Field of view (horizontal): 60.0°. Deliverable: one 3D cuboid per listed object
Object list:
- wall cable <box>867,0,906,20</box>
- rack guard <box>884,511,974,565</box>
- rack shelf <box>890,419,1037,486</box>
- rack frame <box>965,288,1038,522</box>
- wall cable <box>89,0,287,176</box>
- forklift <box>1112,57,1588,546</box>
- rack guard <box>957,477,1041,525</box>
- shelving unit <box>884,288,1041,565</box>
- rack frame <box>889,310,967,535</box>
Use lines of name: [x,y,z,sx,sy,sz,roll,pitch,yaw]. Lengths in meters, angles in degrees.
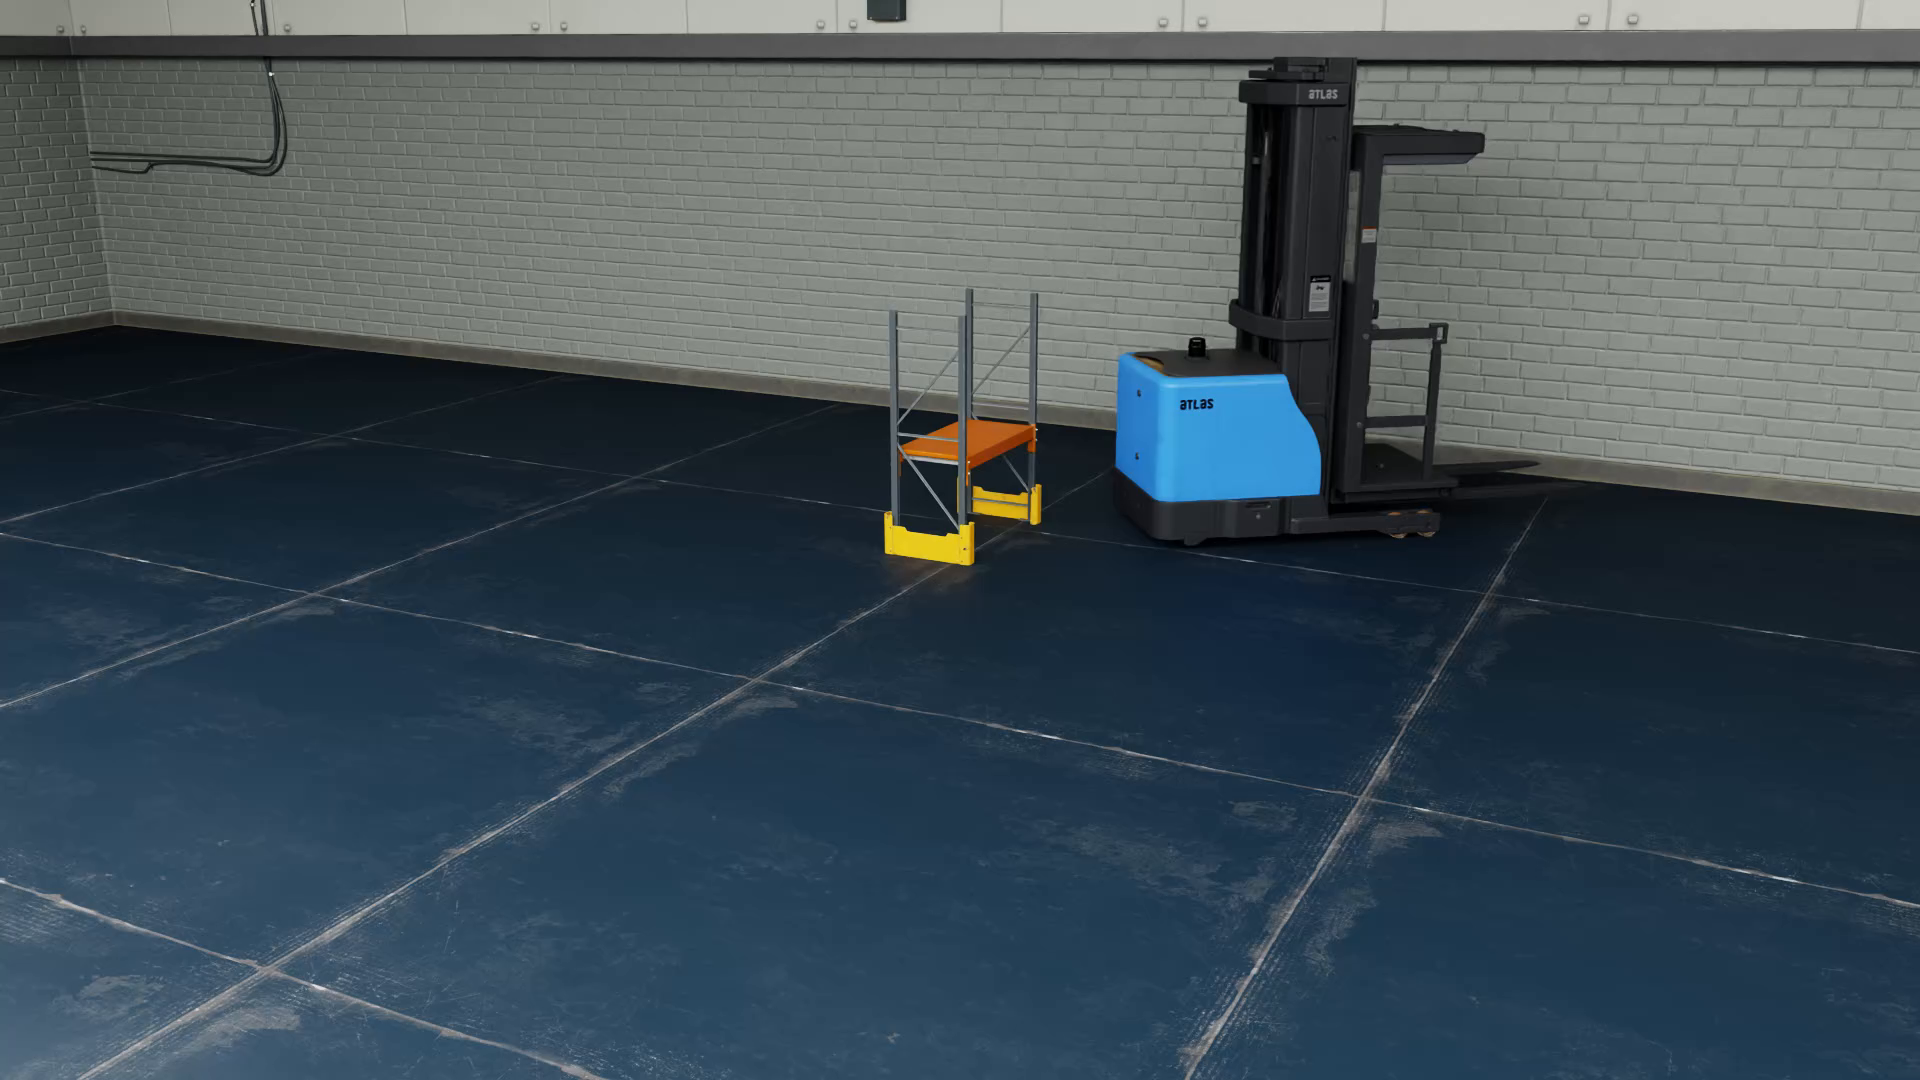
wall cable: [0.295,-6.955,12.164,2.305,6.003,0.169,8,18,25]
rack guard: [-0.188,-0.012,10.127,0.587,0.250,0.087,8,18,25]
rack shelf: [0.038,-0.568,10.435,0.538,0.185,1.000,8,18,25]
rack frame: [0.265,-0.870,10.820,0.500,1.500,0.032,8,18,25]
wall cable: [-8.191,-5.048,17.171,3.097,2.526,0.112,8,18,25]
forklift: [2.591,-1.559,10.625,3.031,2.935,1.130,-3,17,-11]
rack guard: [0.257,-0.266,10.981,0.587,0.250,0.087,8,18,25]
shelving unit: [0.034,-0.738,10.376,0.587,1.500,1.083,8,18,25]
rack frame: [-0.189,-0.611,9.948,0.500,1.500,0.032,8,18,25]
